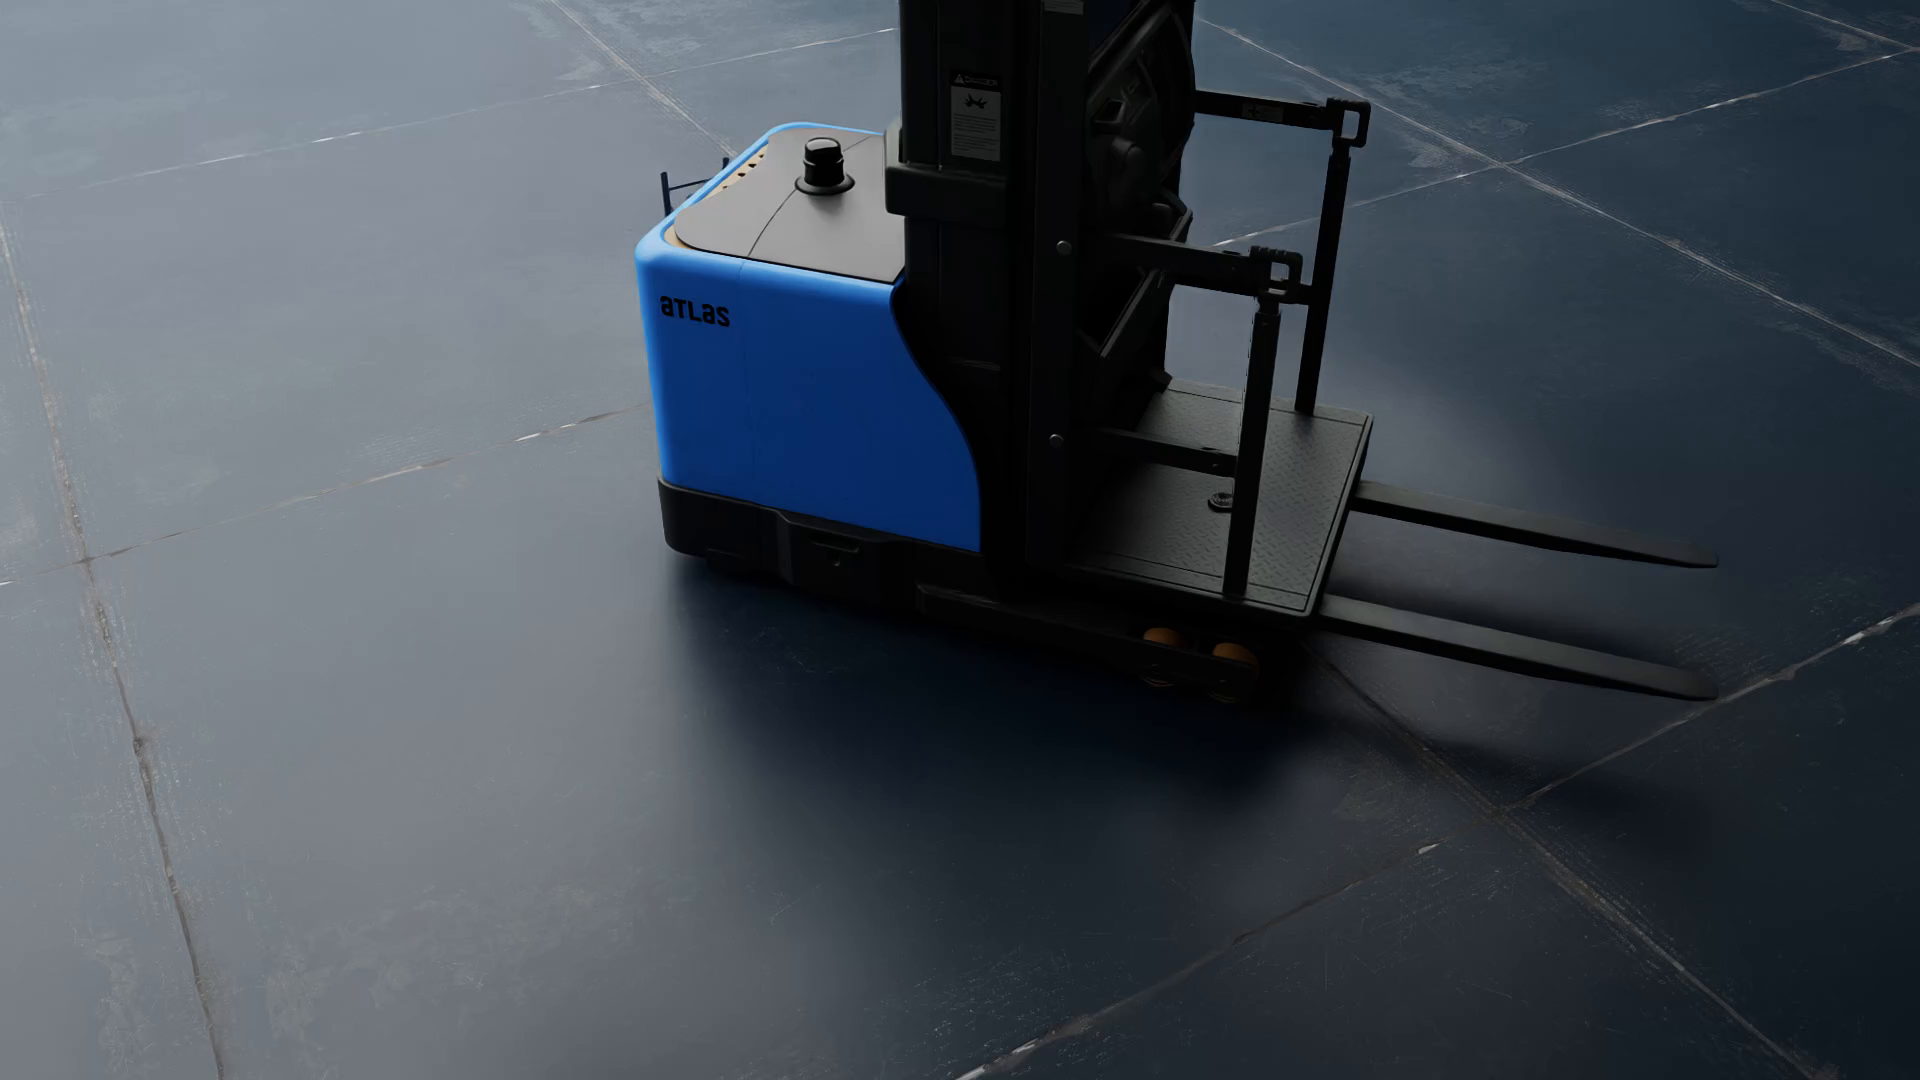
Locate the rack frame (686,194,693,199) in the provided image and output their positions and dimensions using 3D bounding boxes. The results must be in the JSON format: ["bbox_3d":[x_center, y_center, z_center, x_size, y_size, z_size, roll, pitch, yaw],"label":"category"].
[{"bbox_3d":[-0.752,-0.751,5.514,0.240,0.900,0.006,-20,41,-25],"label":"rack frame"}]

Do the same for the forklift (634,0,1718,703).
[{"bbox_3d":[0.658,-1.086,4.252,3.031,2.935,1.130,12,38,16],"label":"forklift"}]

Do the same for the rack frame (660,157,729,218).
[{"bbox_3d":[-0.859,-0.852,5.654,0.240,0.900,0.006,-20,41,-25],"label":"rack frame"}]

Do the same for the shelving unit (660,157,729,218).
[{"bbox_3d":[-0.806,-0.801,5.584,0.258,0.900,0.210,-20,41,-25],"label":"shelving unit"}]
